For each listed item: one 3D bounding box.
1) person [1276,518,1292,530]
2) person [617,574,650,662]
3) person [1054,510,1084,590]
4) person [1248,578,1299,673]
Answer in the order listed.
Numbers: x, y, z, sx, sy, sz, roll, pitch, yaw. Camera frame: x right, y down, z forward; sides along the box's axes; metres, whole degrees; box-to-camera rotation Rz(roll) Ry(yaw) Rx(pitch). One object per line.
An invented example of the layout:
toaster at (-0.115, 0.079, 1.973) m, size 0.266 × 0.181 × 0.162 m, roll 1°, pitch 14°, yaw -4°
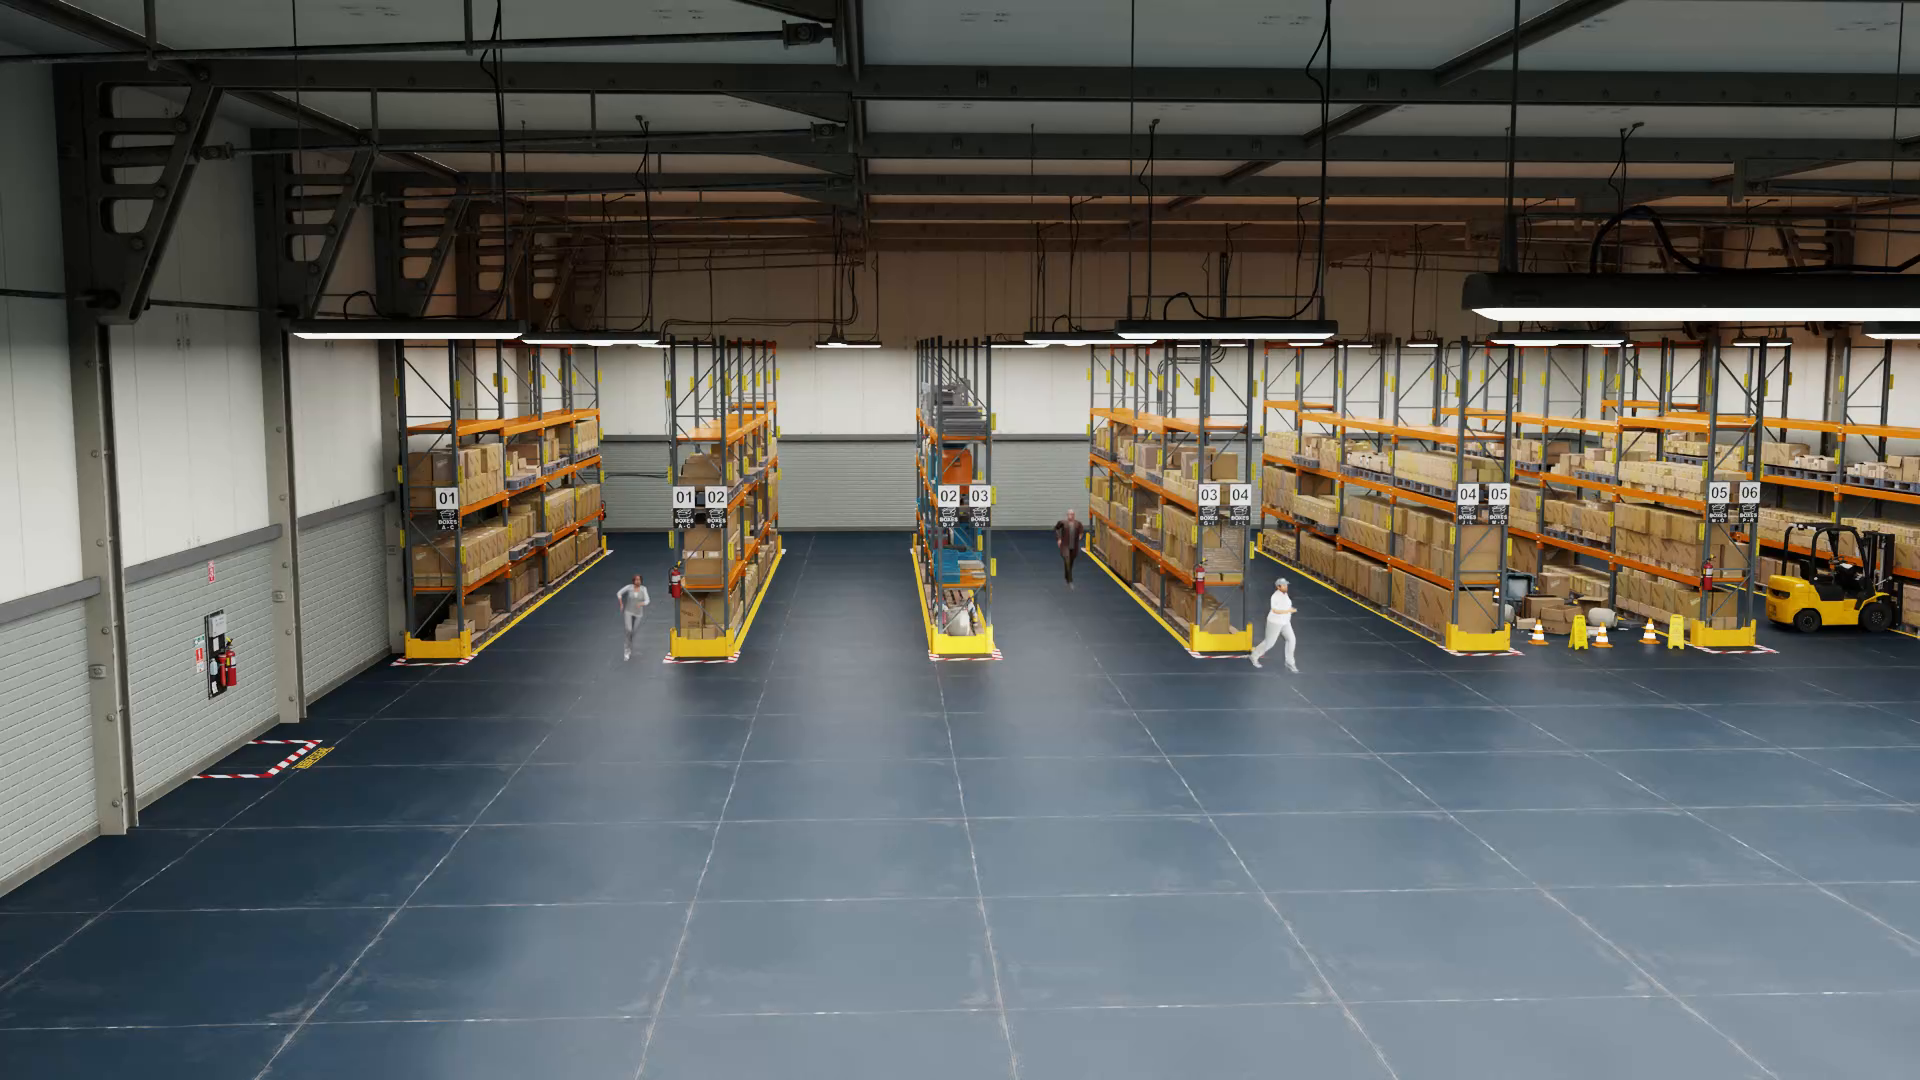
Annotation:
person at (9.555, -0.741, 49.211) m, size 0.894 × 1.738 × 0.759 m, roll 6°, pitch 9°, yaw 42°
person at (-6.094, 1.425, 31.094) m, size 0.557 × 1.594 × 0.780 m, roll -3°, pitch 7°, yaw -22°
person at (2.532, 0.195, 38.339) m, size 0.649 × 1.819 × 0.962 m, roll -2°, pitch 7°, yaw -15°
person at (5.662, 1.524, 29.827) m, size 0.887 × 1.714 × 0.613 m, roll 5°, pitch 8°, yaw 38°
